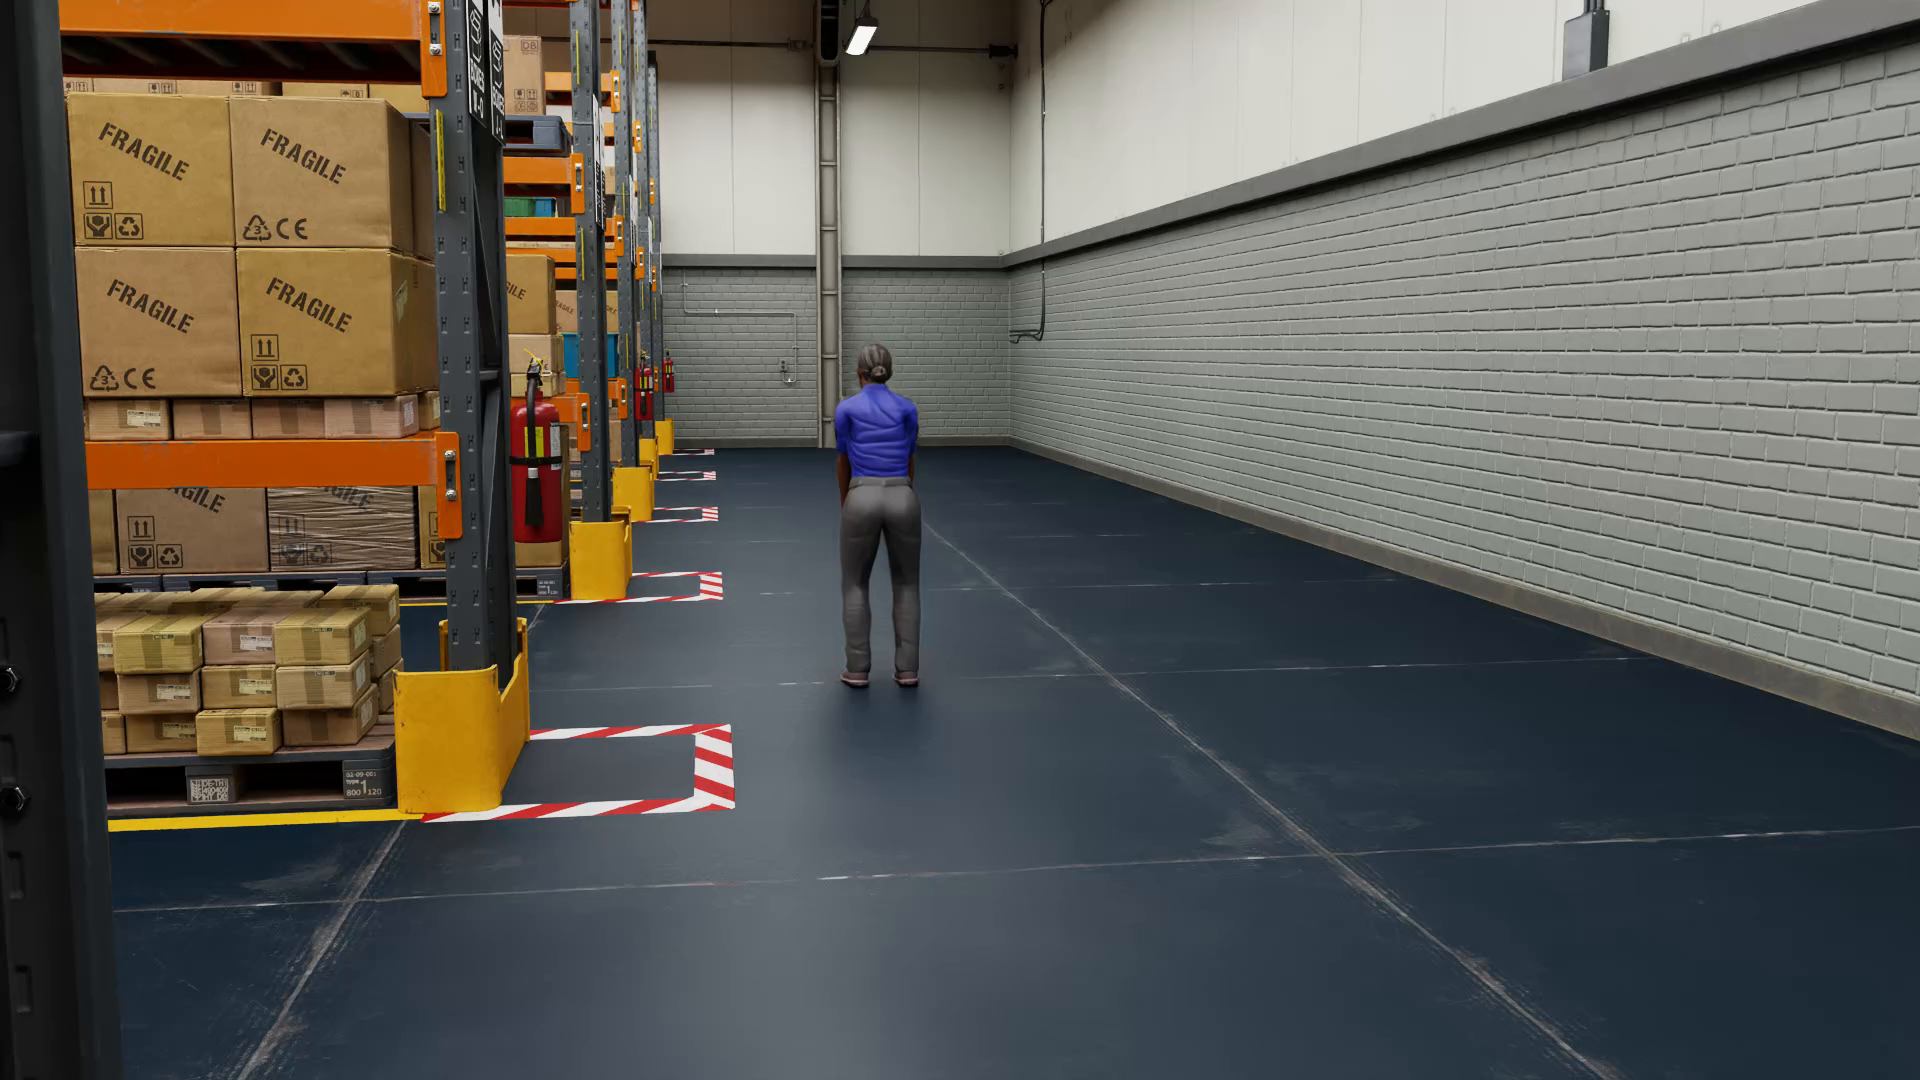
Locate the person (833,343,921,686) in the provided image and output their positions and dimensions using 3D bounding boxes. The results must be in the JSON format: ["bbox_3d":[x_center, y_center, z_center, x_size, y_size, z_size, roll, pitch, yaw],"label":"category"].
[{"bbox_3d":[-0.405,-0.127,8.054,0.412,1.647,0.529,-1,7,-10],"label":"person"}]
